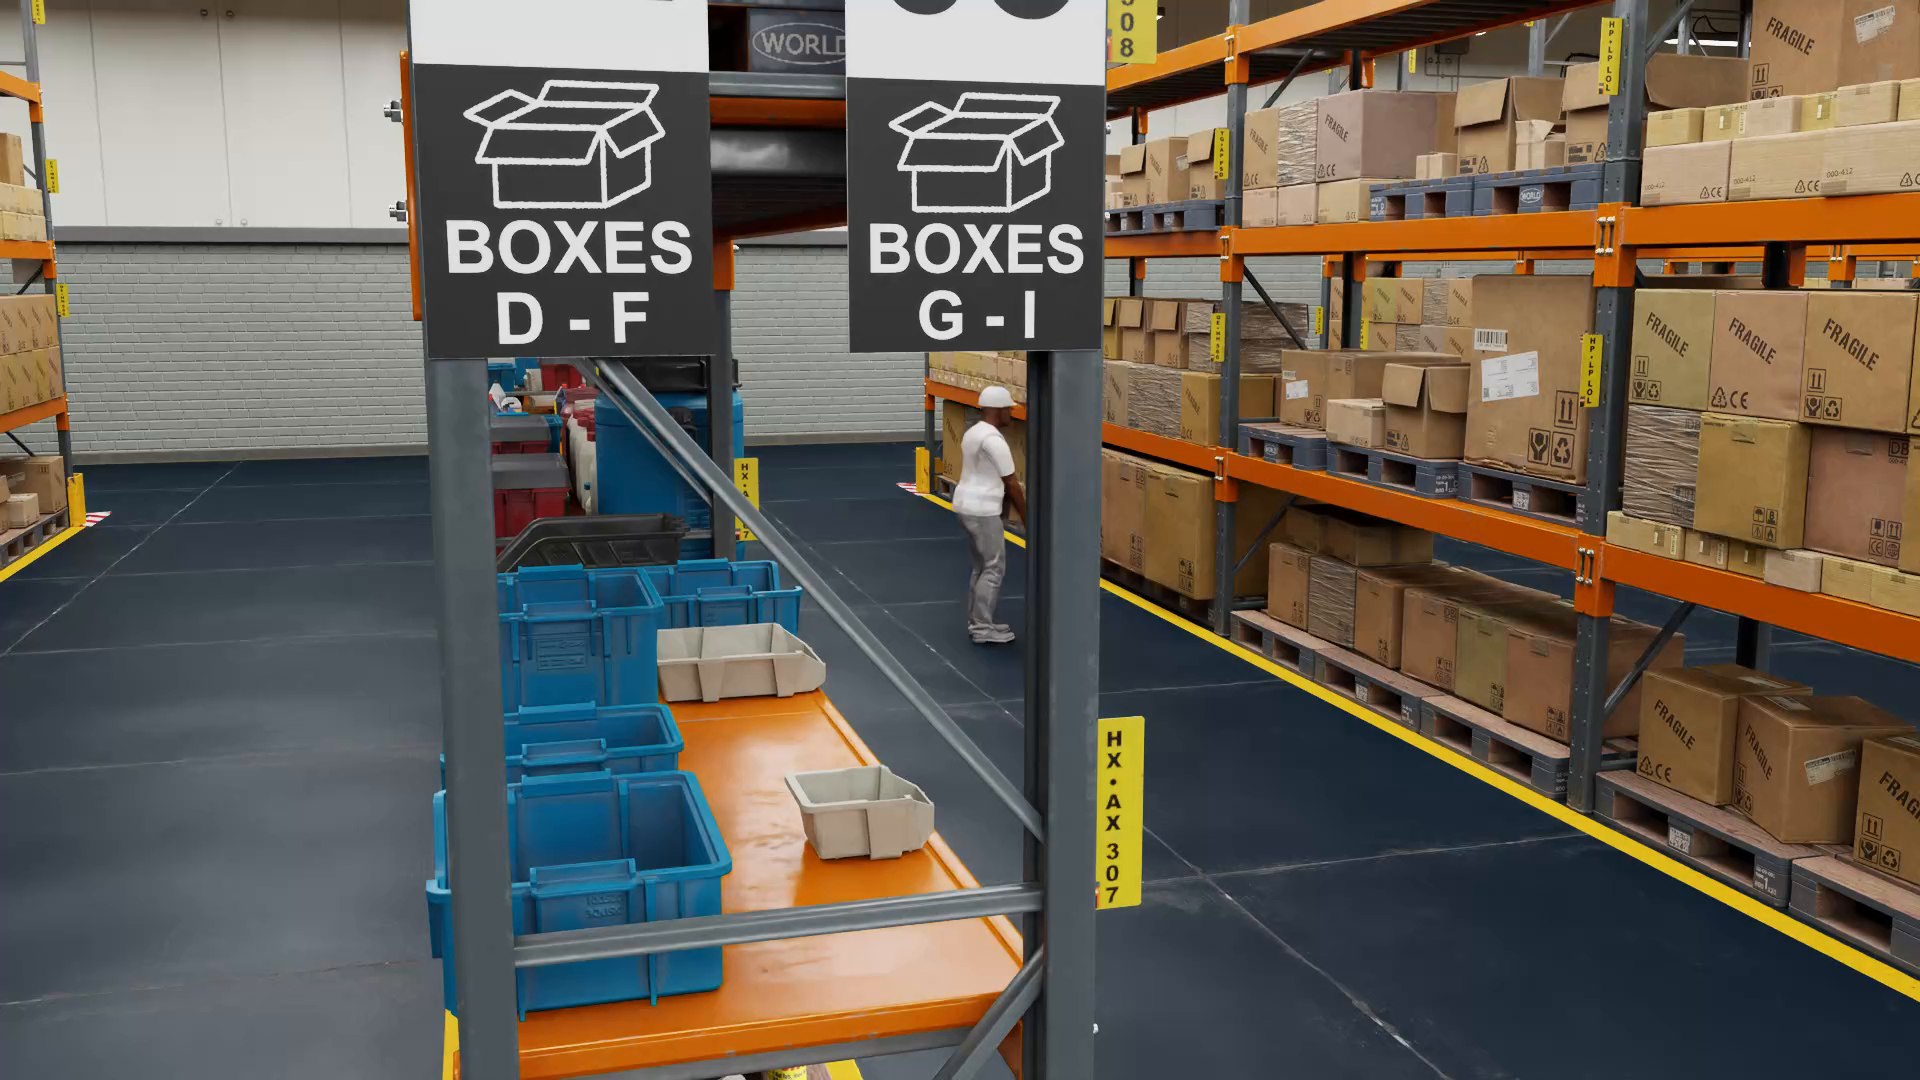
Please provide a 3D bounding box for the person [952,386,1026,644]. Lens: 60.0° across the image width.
[{"bbox_3d":[0.245,-0.185,11.491,0.582,1.750,0.505,-3,10,-17],"label":"person"}]
